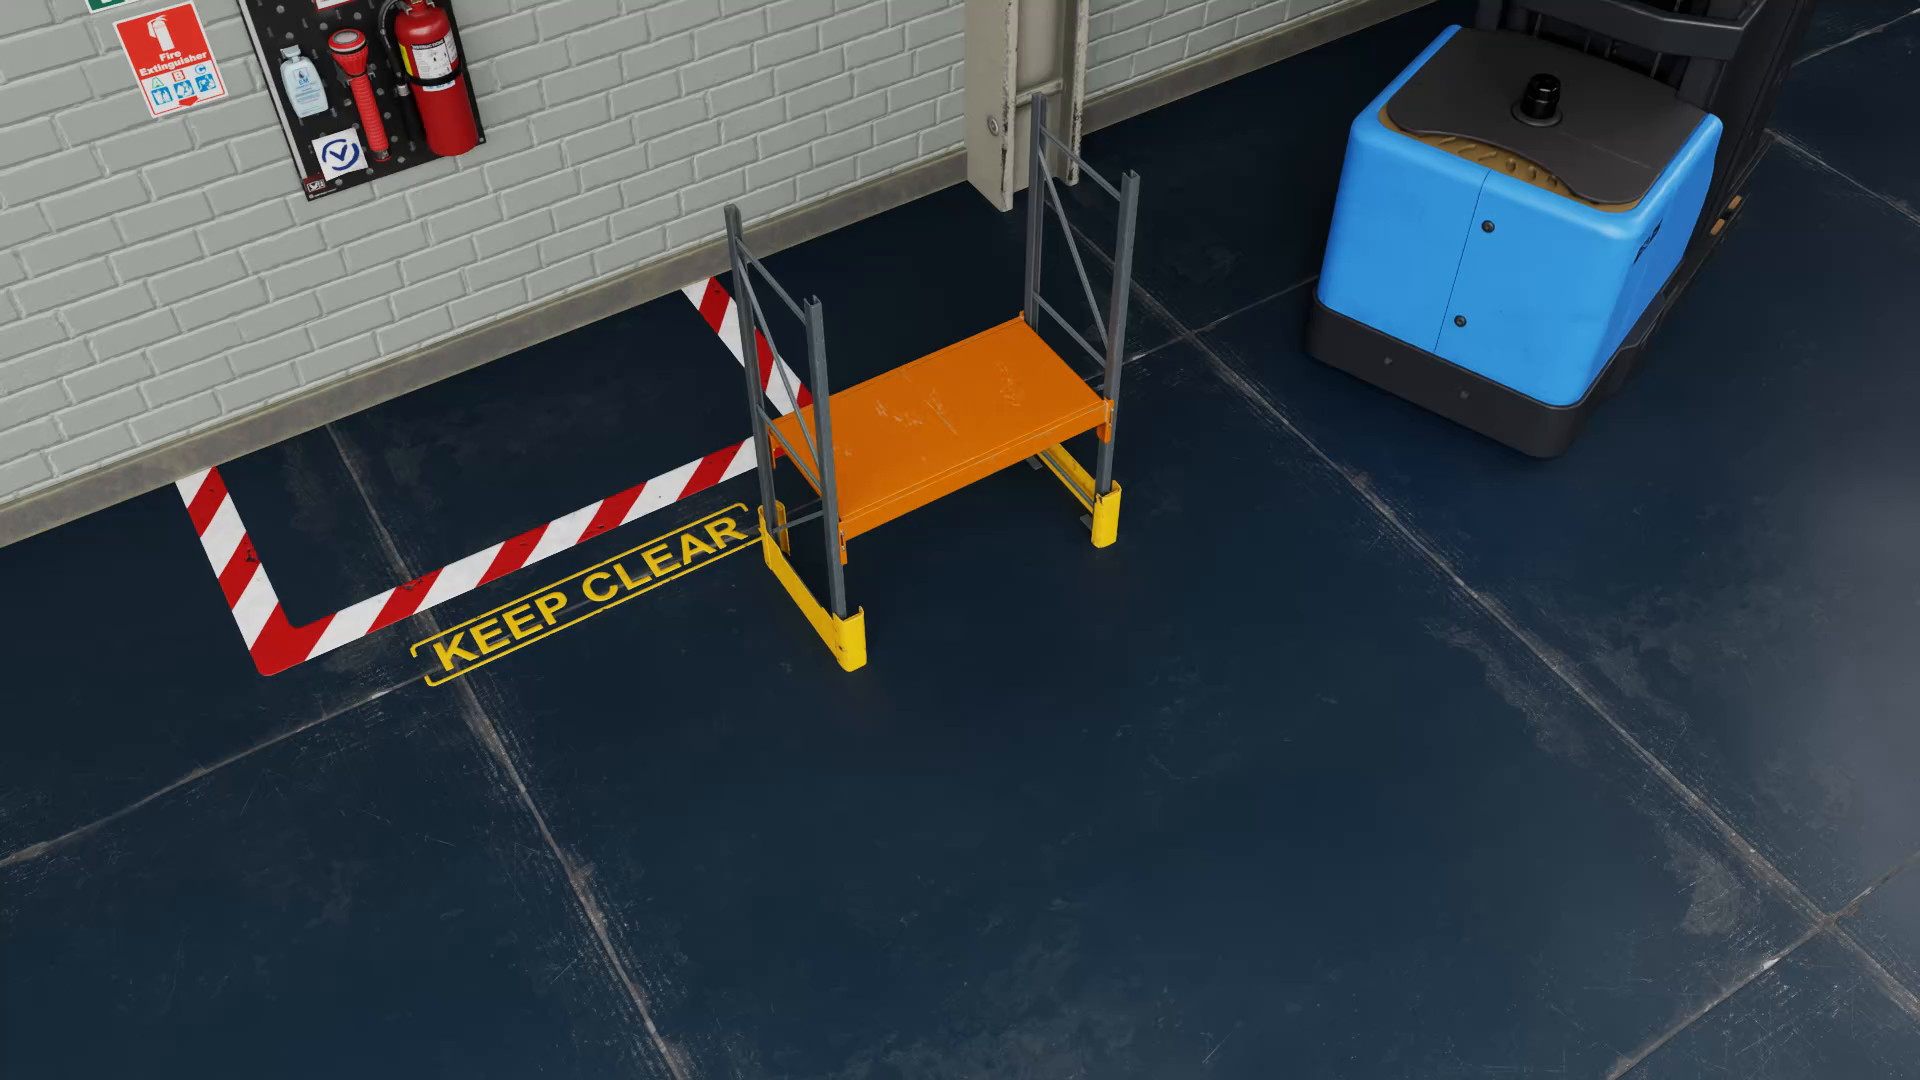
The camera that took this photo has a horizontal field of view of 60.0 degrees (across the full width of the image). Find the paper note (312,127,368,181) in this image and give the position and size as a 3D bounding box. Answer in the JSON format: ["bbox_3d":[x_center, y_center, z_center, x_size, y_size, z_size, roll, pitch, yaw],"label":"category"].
[{"bbox_3d":[-2.034,-1.267,5.459,0.142,0.148,0.016,-25,53,-21],"label":"paper note"}]

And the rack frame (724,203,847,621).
[{"bbox_3d":[-0.502,-0.262,4.979,0.032,1.500,0.500,-25,53,-21],"label":"rack frame"}]

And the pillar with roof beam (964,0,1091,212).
[{"bbox_3d":[2.560,-1.823,1.348,0.400,9.000,9.100,-25,53,-21],"label":"pillar with roof beam"}]

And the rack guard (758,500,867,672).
[{"bbox_3d":[-0.486,0.146,5.453,0.087,0.250,0.587,-25,53,-21],"label":"rack guard"}]

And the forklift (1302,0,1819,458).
[{"bbox_3d":[2.585,-2.328,5.860,1.130,2.935,3.031,29,54,23],"label":"forklift"}]

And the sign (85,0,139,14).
[{"bbox_3d":[-2.362,-1.616,4.802,0.331,0.109,0.001,-25,53,-21],"label":"sign"}]

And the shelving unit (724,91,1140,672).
[{"bbox_3d":[-0.064,-0.468,5.163,1.083,1.500,0.587,-25,53,-21],"label":"shelving unit"}]

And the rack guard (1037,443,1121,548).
[{"bbox_3d":[0.357,-0.251,5.806,0.087,0.250,0.587,-25,53,-21],"label":"rack guard"}]

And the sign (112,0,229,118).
[{"bbox_3d":[-2.370,-1.443,5.003,0.234,0.329,0.001,-25,53,-21],"label":"sign"}]

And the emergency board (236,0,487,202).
[{"bbox_3d":[-1.848,-1.587,5.154,0.643,1.169,0.194,-25,53,-21],"label":"emergency board"}]

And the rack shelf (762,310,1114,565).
[{"bbox_3d":[-0.072,-0.345,5.294,1.000,0.185,0.538,-25,53,-21],"label":"rack shelf"}]

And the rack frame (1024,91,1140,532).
[{"bbox_3d":[0.358,-0.667,5.340,0.032,1.500,0.500,-25,53,-21],"label":"rack frame"}]
